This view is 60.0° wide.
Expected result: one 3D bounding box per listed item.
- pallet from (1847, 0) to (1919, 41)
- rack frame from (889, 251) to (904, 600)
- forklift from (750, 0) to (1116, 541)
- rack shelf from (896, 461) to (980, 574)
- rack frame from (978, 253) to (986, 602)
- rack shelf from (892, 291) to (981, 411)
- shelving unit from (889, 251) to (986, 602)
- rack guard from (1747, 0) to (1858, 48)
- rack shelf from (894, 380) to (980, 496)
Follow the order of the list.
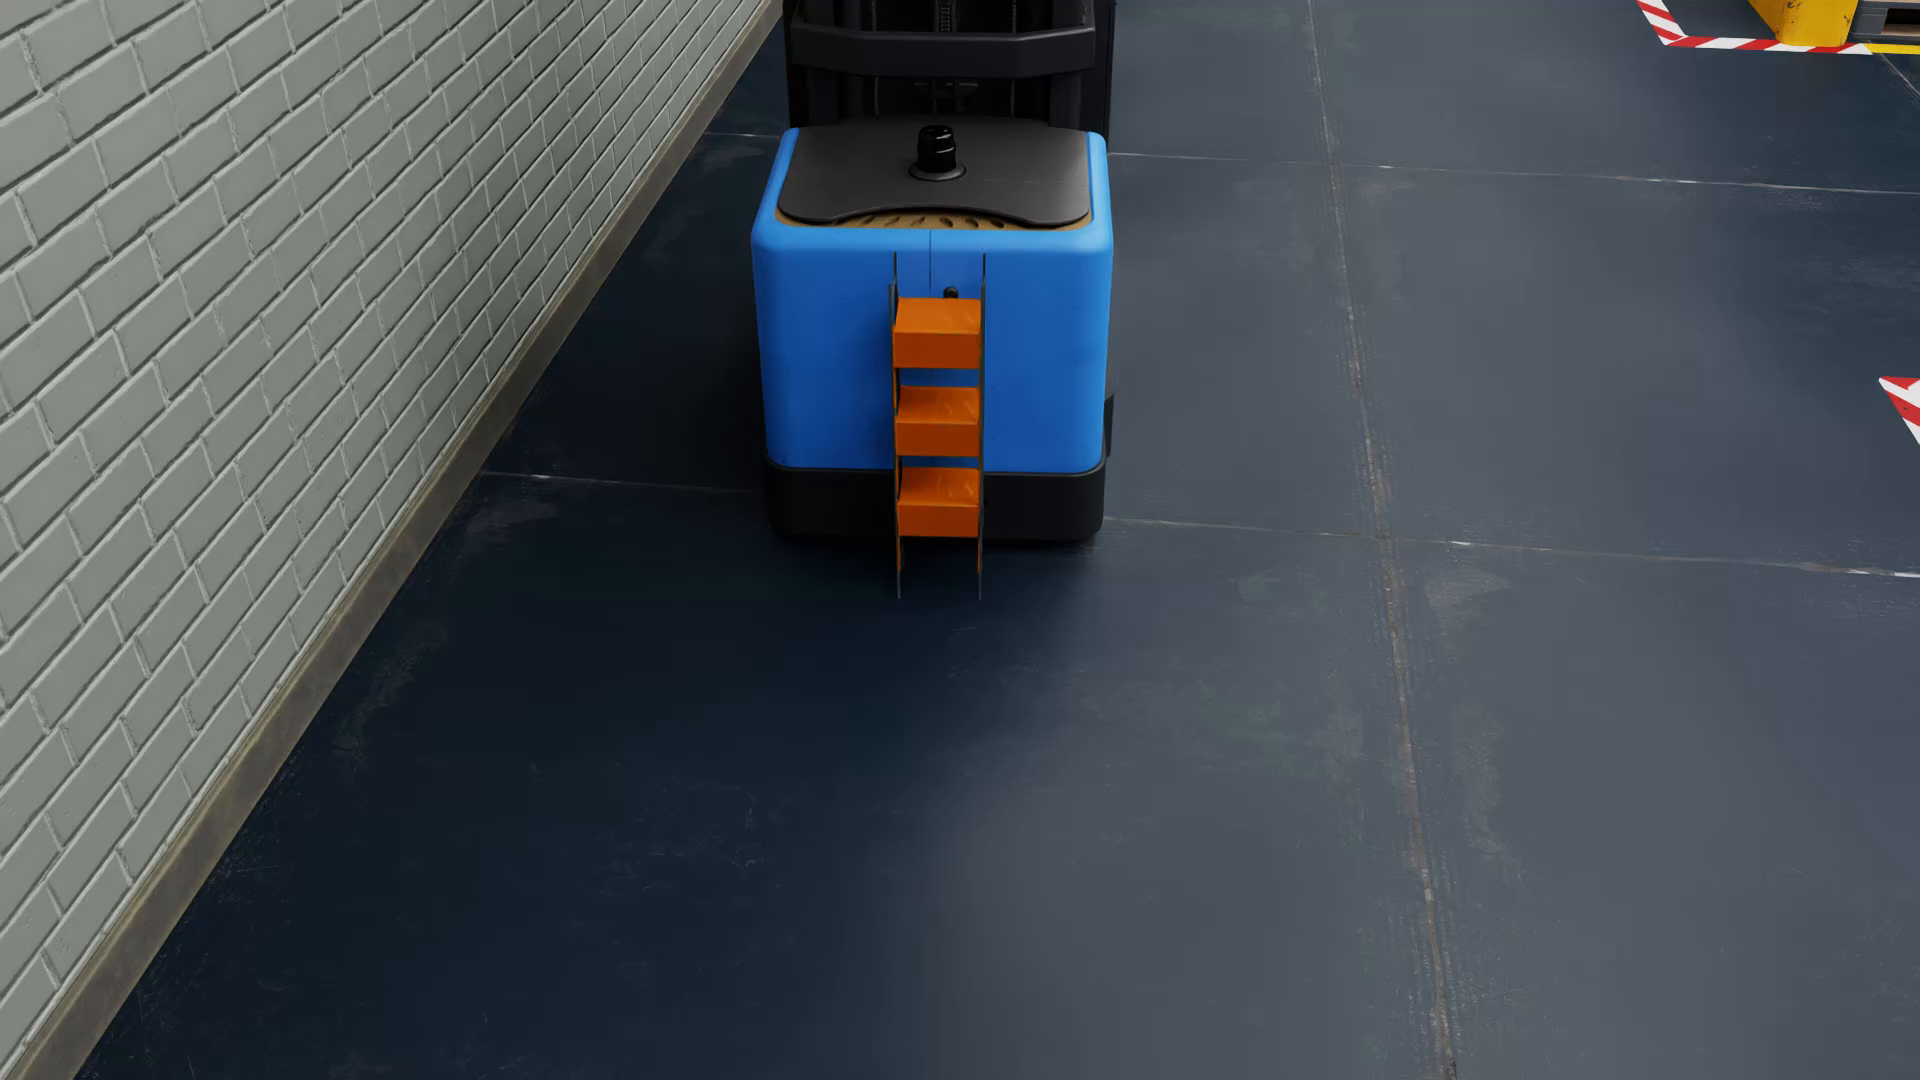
[{"bbox_3d":[5.518,-3.072,9.373,1.213,0.211,1.003,4,36,6],"label":"pallet"},{"bbox_3d":[-0.181,-0.305,4.773,0.008,1.050,0.200,1,36,2],"label":"rack frame"},{"bbox_3d":[-0.026,-2.020,5.557,1.130,2.935,3.031,1,36,2],"label":"forklift"},{"bbox_3d":[-0.059,-0.068,4.937,0.240,0.259,0.215,1,36,2],"label":"rack shelf"},{"bbox_3d":[0.063,-0.300,4.766,0.008,1.050,0.200,1,36,2],"label":"rack frame"},{"bbox_3d":[-0.059,-0.525,4.611,0.240,0.259,0.215,1,36,2],"label":"rack shelf"},{"bbox_3d":[-0.059,-0.302,4.770,0.252,1.050,0.215,1,36,2],"label":"shelving unit"},{"bbox_3d":[4.691,-3.206,9.312,0.348,0.500,1.175,4,36,6],"label":"rack guard"},{"bbox_3d":[-0.059,-0.294,4.776,0.240,0.259,0.215,1,36,2],"label":"rack shelf"}]
